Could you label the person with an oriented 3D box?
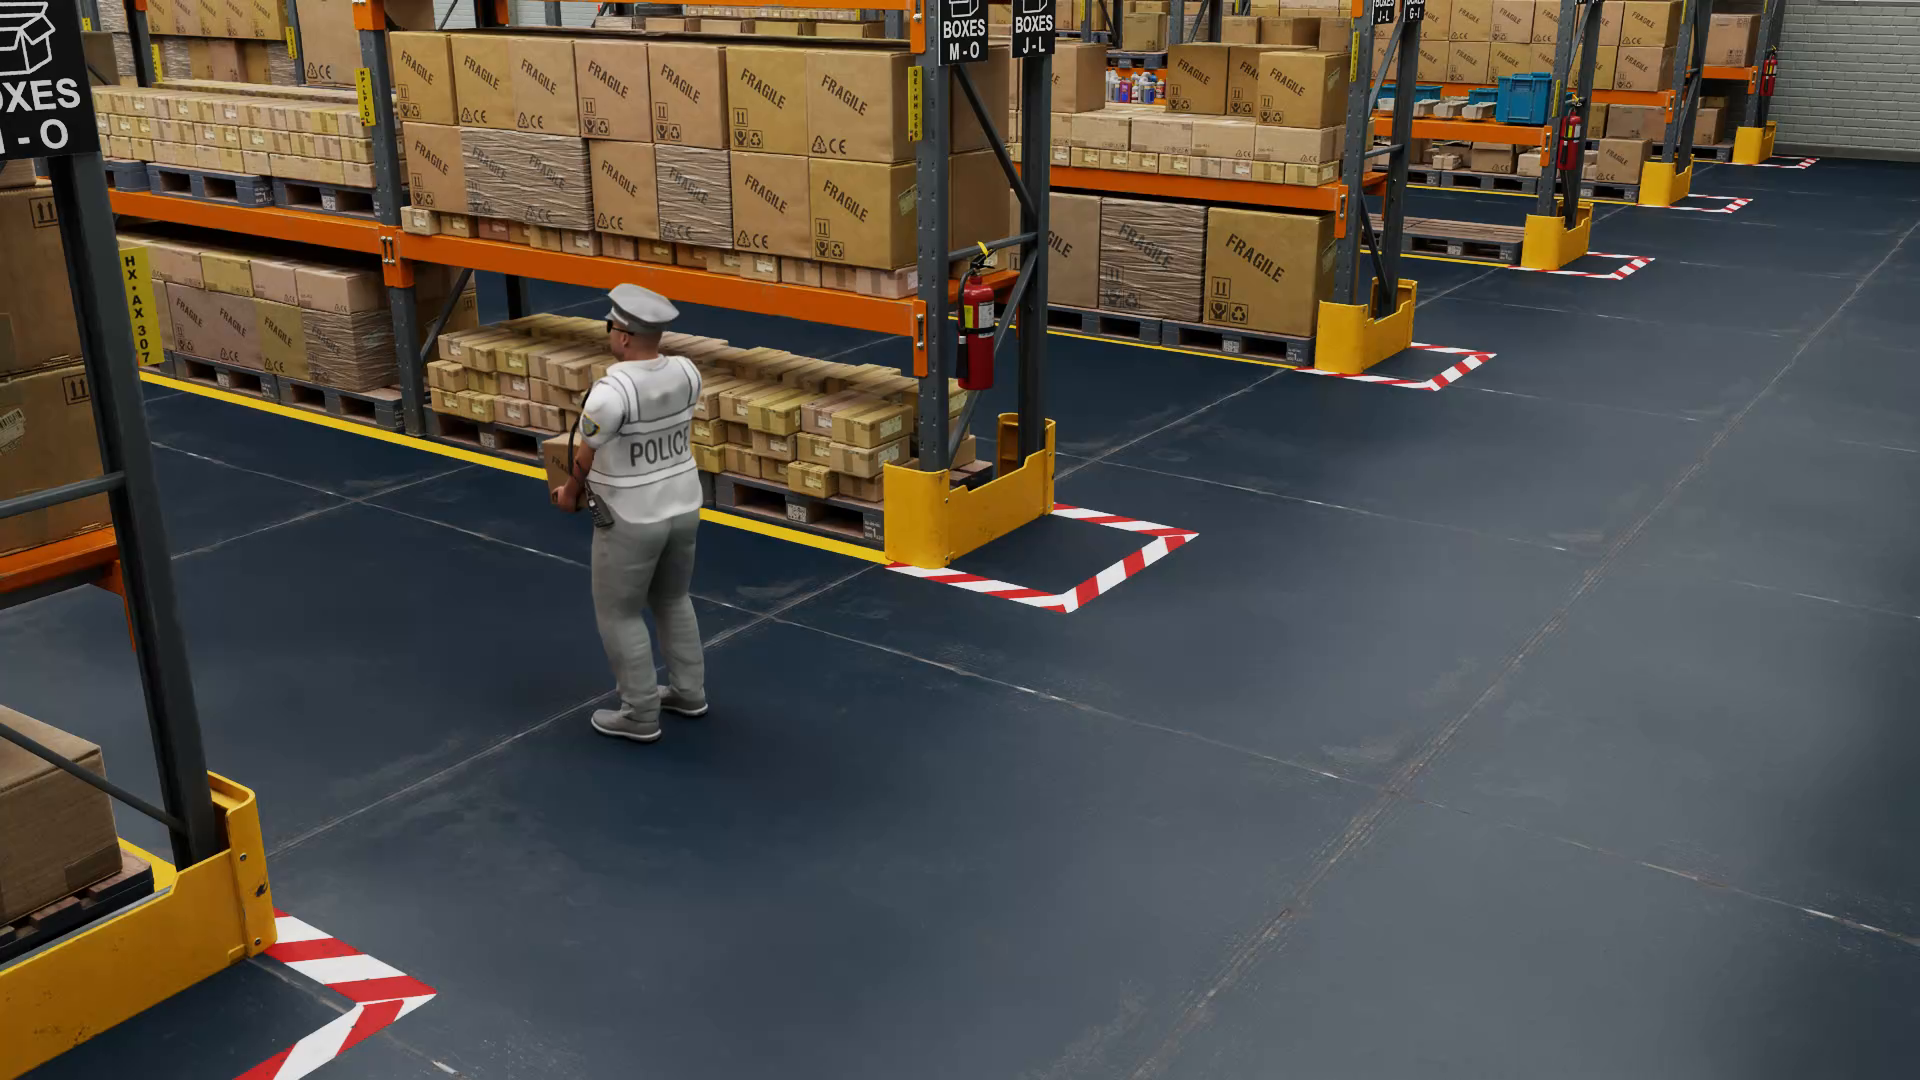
[{"bbox_3d":[-1.278,-0.117,6.366,0.567,1.766,0.494,13,24,33],"label":"person"}]
